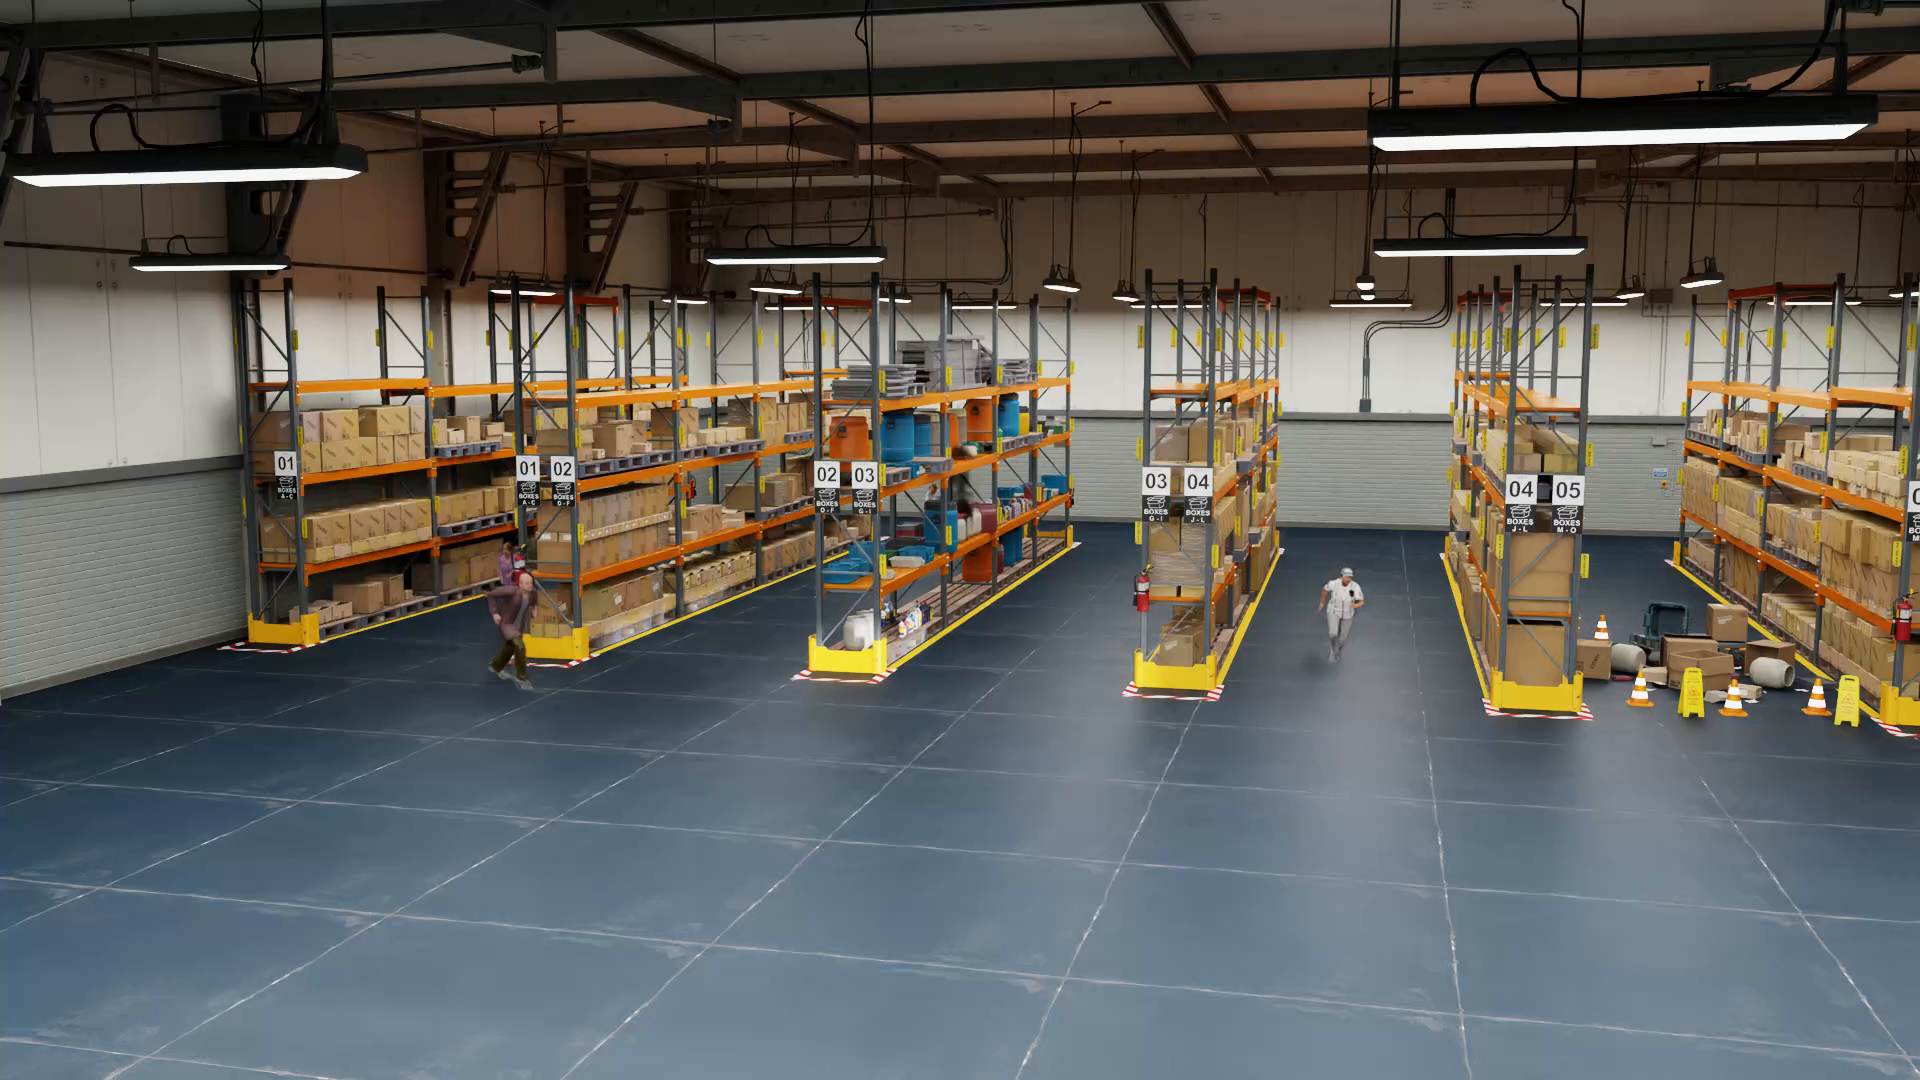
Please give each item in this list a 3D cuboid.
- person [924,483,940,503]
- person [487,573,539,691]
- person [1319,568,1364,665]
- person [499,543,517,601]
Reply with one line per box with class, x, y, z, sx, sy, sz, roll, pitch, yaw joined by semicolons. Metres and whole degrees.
person;-0.616;-0.685;41.366;0.537;1.494;0.720;1;7;6
person;-6.519;1.317;24.059;1.062;1.744;0.757;6;9;39
person;5.881;1.154;25.653;0.622;1.530;0.948;0;7;1
person;-7.638;0.808;28.318;0.516;1.559;0.839;1;7;4
